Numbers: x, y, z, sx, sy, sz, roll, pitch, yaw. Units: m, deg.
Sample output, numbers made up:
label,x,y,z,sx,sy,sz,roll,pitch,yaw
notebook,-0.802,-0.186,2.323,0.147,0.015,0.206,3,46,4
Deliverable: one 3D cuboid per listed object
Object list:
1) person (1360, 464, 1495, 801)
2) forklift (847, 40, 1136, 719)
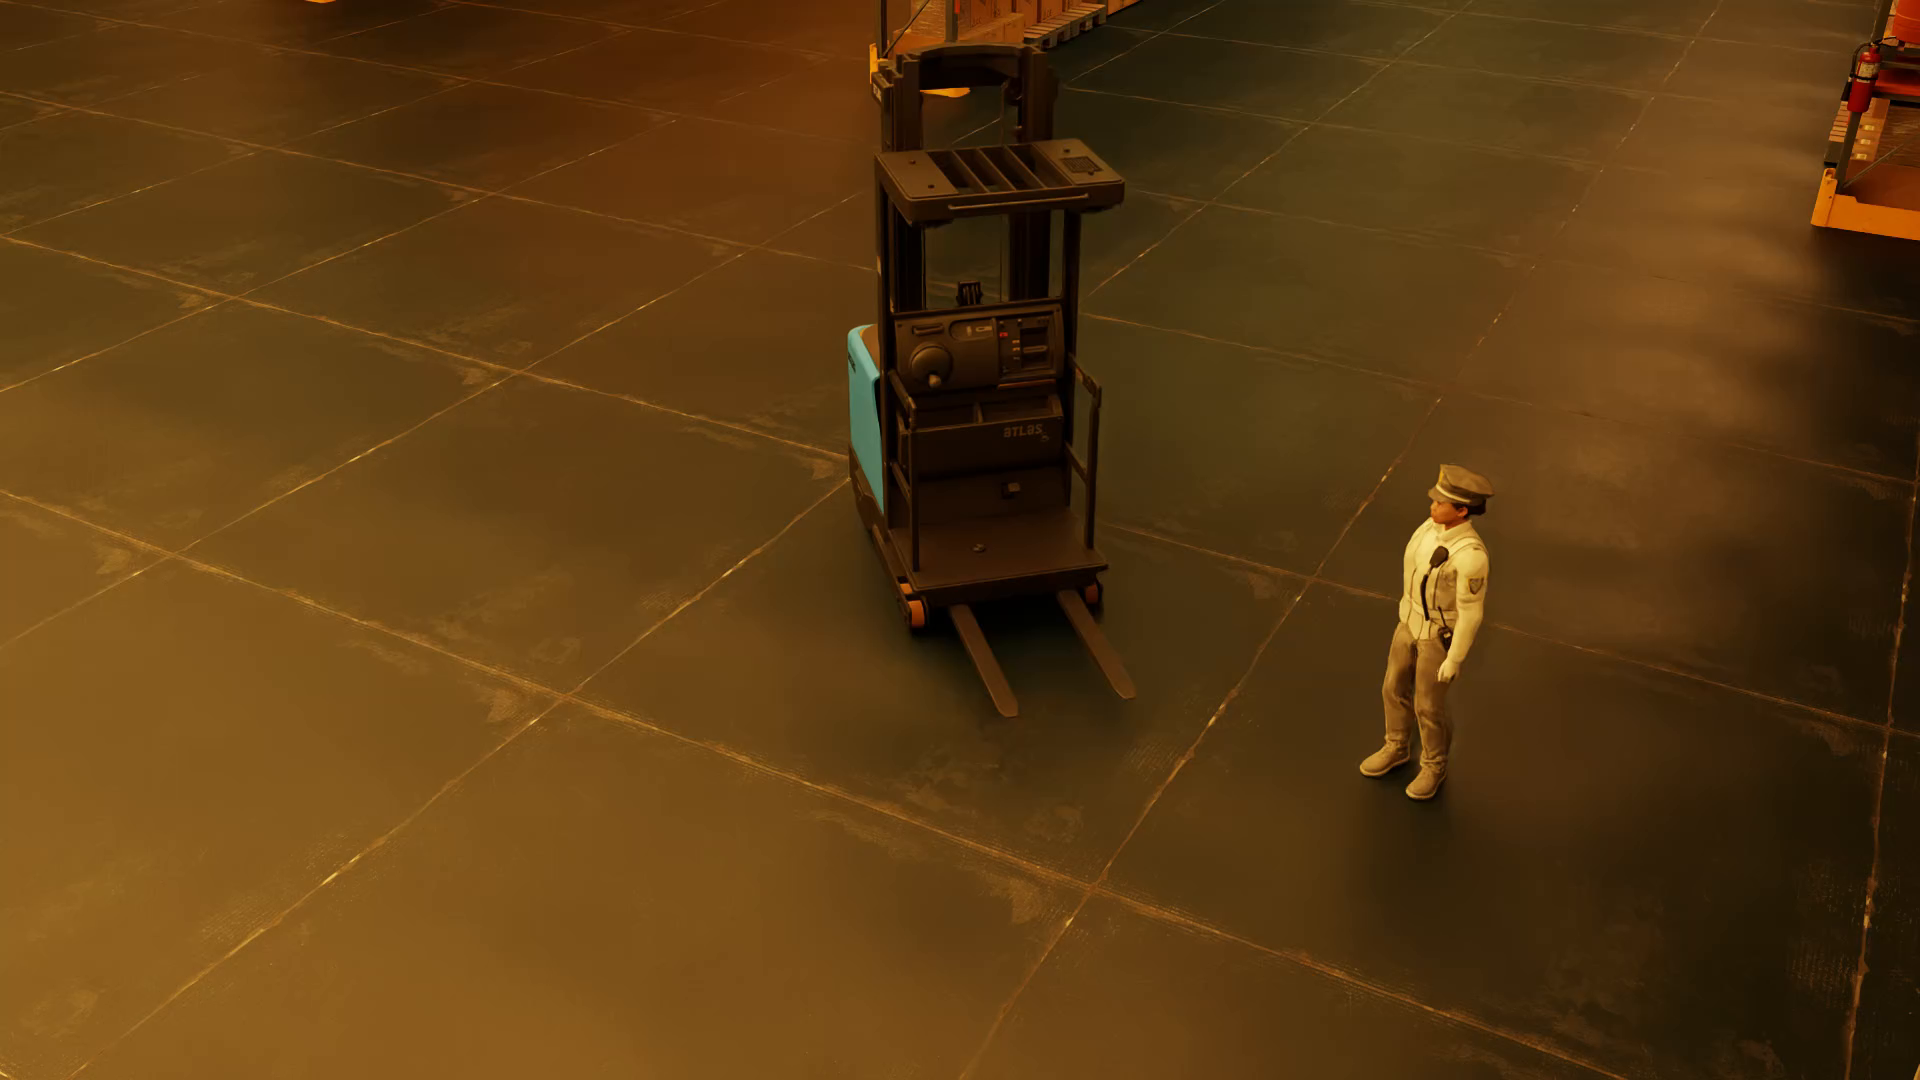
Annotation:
label,x,y,z,sx,sy,sz,roll,pitch,yaw
person,2.146,0.429,7.587,0.390,1.681,0.504,-6,30,-10
forklift,0.166,-0.988,8.783,1.130,2.935,3.031,-7,31,-13
